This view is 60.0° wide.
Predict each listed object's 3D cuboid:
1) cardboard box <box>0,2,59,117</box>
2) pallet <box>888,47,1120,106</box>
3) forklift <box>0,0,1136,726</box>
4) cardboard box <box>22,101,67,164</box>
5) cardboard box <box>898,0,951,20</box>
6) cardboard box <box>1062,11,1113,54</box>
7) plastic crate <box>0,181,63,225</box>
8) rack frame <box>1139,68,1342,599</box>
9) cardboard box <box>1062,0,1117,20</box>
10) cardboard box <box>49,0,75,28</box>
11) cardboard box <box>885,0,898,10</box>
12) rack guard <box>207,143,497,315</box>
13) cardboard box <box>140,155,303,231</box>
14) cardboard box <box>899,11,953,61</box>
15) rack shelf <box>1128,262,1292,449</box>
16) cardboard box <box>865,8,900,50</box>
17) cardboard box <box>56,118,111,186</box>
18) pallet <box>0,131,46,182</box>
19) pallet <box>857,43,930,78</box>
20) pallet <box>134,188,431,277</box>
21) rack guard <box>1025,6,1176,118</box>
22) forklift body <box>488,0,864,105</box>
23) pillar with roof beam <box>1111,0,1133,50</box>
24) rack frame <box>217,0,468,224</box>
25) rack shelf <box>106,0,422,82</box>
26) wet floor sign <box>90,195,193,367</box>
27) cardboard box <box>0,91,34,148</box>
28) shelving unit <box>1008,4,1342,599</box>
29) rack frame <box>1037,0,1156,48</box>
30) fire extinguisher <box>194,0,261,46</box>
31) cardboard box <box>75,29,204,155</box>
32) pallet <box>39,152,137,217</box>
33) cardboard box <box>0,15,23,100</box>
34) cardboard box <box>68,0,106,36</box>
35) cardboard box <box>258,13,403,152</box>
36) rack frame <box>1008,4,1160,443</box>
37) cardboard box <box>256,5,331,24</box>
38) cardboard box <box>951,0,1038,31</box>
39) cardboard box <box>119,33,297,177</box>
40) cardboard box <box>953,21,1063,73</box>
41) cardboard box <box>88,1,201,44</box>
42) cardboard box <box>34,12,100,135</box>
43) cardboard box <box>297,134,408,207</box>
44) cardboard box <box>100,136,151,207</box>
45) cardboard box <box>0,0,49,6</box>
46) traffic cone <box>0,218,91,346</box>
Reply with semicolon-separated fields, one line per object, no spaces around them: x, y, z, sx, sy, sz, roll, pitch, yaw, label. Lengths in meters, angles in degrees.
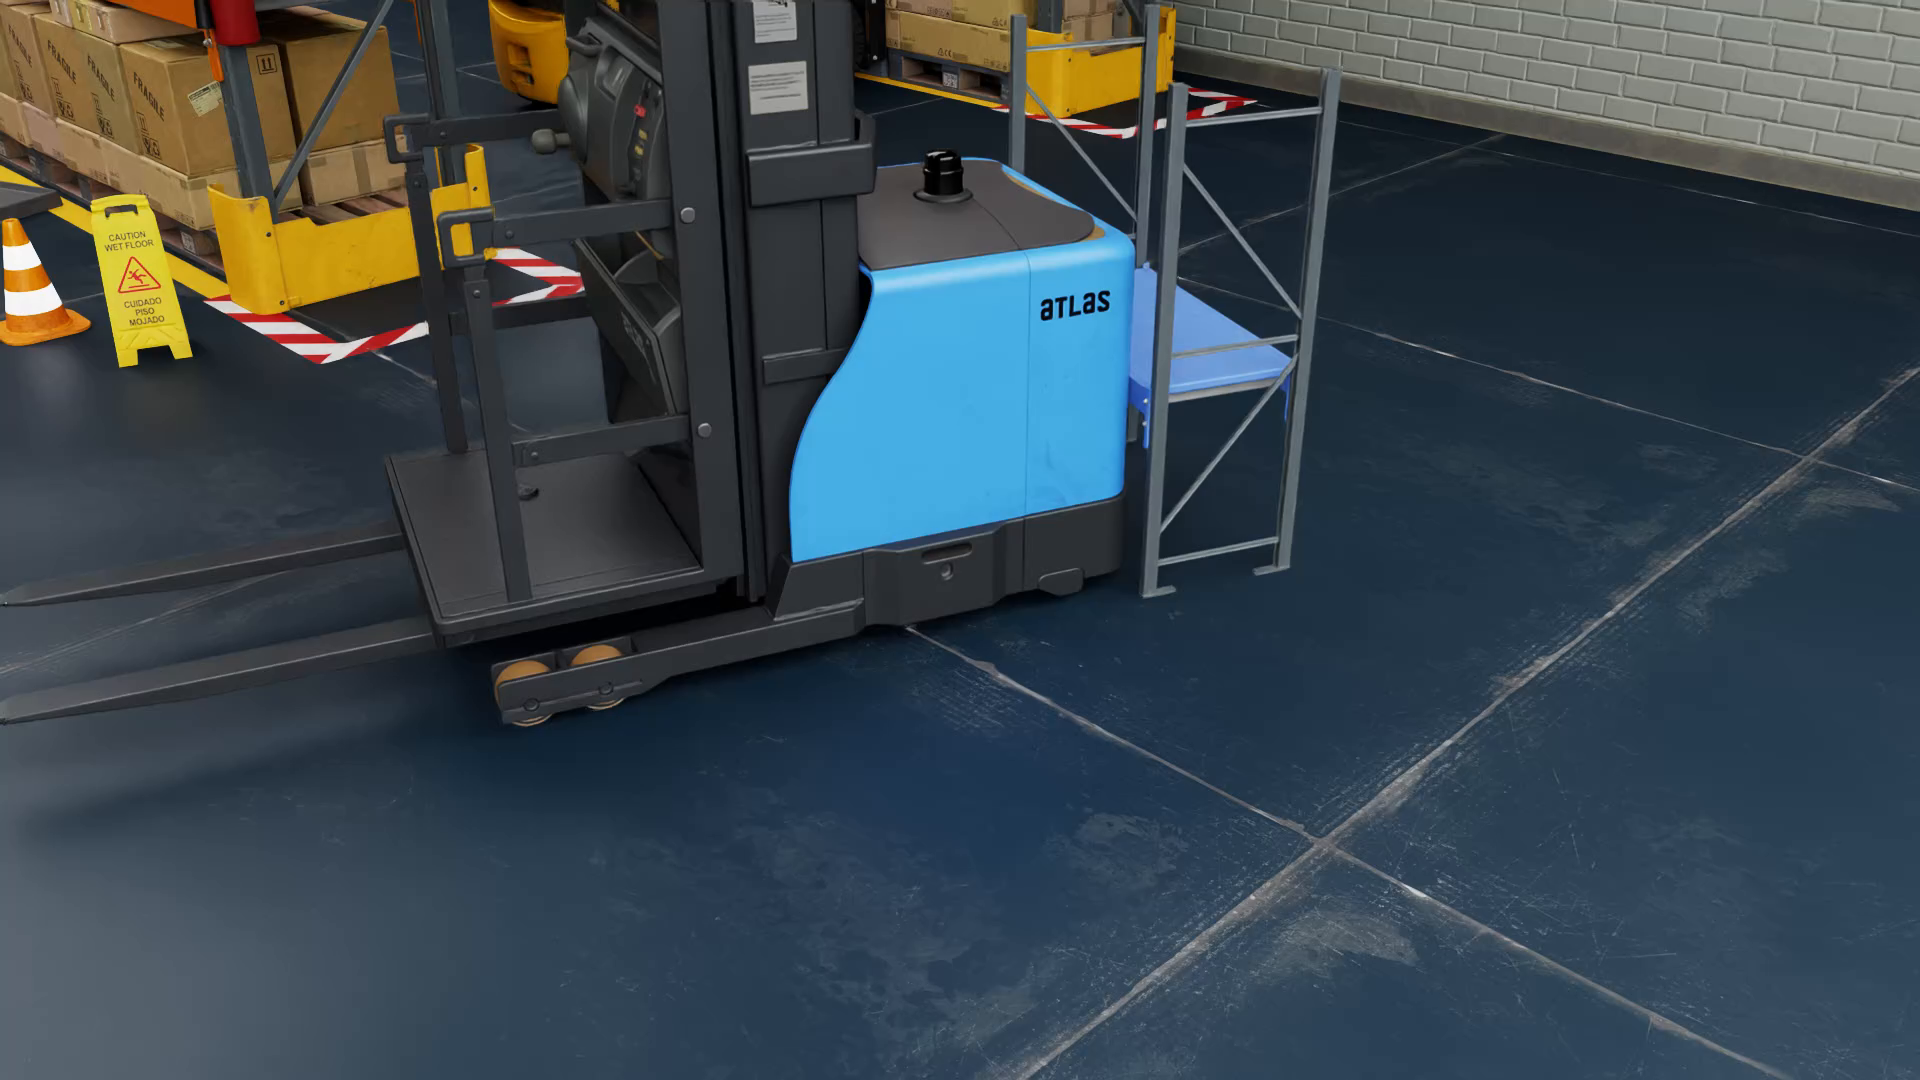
-4.480;-2.479;8.440;0.500;0.500;0.500;-23;35;-37;cardboard box
0.285;-3.146;11.006;1.213;0.211;1.003;25;36;38;pallet
-1.069;-1.093;4.179;3.031;2.935;1.130;-12;30;-21;forklift
-4.469;-2.145;8.610;0.500;0.250;0.500;24;36;38;cardboard box
-0.056;-3.557;10.758;0.500;0.250;0.500;24;36;38;cardboard box
0.647;-3.339;10.879;0.500;0.250;0.500;25;37;39;cardboard box
-4.925;-1.725;8.444;0.583;0.080;0.402;12;30;22;plastic crate
0.769;-0.539;4.663;0.500;1.500;0.032;-11;30;-19;rack frame
0.671;-3.557;10.758;0.500;0.250;0.500;-25;36;-38;cardboard box
-4.044;-2.526;7.831;0.380;0.149;0.250;-23;36;-37;cardboard box
-0.439;-3.718;11.065;0.500;0.250;0.500;24;36;37;cardboard box
-2.671;-1.414;7.403;0.348;0.500;1.175;25;36;38;rack guard
-3.399;-1.647;7.663;0.500;0.250;0.500;24;36;38;cardboard box
-0.044;-3.327;10.858;0.500;0.250;0.500;25;36;38;cardboard box
0.580;-0.599;5.165;0.538;0.185;1.000;-11;30;-19;rack shelf
-0.395;-3.494;11.174;0.500;0.250;0.500;-25;37;-39;cardboard box
-4.123;-1.980;8.296;0.500;0.250;0.500;23;35;37;cardboard box
-4.966;-2.360;9.511;1.213;0.211;1.003;25;36;38;pallet
-0.580;-3.544;11.763;1.213;0.211;1.003;25;36;38;pallet
-3.226;-1.563;7.997;1.213;0.211;1.003;25;36;38;pallet
0.877;-3.030;10.476;0.348;0.500;1.175;25;36;38;rack guard
-1.771;-3.782;10.132;1.214;2.155;2.313;25;36;38;forklift body
-2.023;-5.897;6.797;0.400;9.000;9.100;25;36;38;pillar with roof beam
-2.617;-2.496;6.774;0.127;3.000;1.000;25;36;38;rack frame
-4.043;-2.830;8.182;4.000;0.370;1.077;25;36;38;rack shelf
-3.232;-1.037;6.529;0.267;0.644;0.232;-13;30;-22;wet floor sign
-4.849;-2.318;8.938;0.500;0.250;0.500;-23;35;-36;cardboard box
0.580;-0.758;5.081;0.538;1.500;1.048;-11;30;-19;shelving unit
0.860;-4.145;9.909;0.127;3.000;1.000;25;36;38;rack frame
-2.859;-2.272;6.430;0.183;0.674;0.296;25;36;38;fire extinguisher
-3.746;-2.141;7.796;0.500;0.500;0.500;-24;36;-37;cardboard box
-4.092;-1.961;8.754;1.213;0.211;1.003;25;36;38;pallet
-4.848;-2.649;8.763;0.500;0.500;0.500;-24;36;-37;cardboard box
-3.857;-2.439;7.667;0.380;0.149;0.250;-25;36;-38;cardboard box
-3.016;-2.159;7.831;0.500;0.500;0.500;23;36;37;cardboard box
0.391;-0.978;5.499;0.500;1.500;0.032;-11;30;-19;rack frame
-3.392;-2.329;8.153;0.500;0.500;0.500;23;35;37;cardboard box
0.294;-3.390;10.440;0.500;0.250;0.500;24;36;38;cardboard box
-3.371;-1.972;7.474;0.500;0.500;0.500;25;37;39;cardboard box
0.304;-3.162;10.543;0.500;0.250;0.500;25;37;39;cardboard box
-3.680;-2.356;7.509;0.380;0.149;0.250;-24;36;-38;cardboard box
-4.101;-2.308;8.114;0.500;0.500;0.500;24;36;37;cardboard box
-2.999;-1.820;7.991;0.500;0.250;0.500;24;36;38;cardboard box
-3.746;-1.811;7.974;0.500;0.250;0.500;25;37;39;cardboard box
-4.629;-2.792;8.338;0.380;0.149;0.250;-23;35;-36;cardboard box
-3.828;-1.085;6.817;0.334;0.463;0.336;25;36;38;traffic cone
